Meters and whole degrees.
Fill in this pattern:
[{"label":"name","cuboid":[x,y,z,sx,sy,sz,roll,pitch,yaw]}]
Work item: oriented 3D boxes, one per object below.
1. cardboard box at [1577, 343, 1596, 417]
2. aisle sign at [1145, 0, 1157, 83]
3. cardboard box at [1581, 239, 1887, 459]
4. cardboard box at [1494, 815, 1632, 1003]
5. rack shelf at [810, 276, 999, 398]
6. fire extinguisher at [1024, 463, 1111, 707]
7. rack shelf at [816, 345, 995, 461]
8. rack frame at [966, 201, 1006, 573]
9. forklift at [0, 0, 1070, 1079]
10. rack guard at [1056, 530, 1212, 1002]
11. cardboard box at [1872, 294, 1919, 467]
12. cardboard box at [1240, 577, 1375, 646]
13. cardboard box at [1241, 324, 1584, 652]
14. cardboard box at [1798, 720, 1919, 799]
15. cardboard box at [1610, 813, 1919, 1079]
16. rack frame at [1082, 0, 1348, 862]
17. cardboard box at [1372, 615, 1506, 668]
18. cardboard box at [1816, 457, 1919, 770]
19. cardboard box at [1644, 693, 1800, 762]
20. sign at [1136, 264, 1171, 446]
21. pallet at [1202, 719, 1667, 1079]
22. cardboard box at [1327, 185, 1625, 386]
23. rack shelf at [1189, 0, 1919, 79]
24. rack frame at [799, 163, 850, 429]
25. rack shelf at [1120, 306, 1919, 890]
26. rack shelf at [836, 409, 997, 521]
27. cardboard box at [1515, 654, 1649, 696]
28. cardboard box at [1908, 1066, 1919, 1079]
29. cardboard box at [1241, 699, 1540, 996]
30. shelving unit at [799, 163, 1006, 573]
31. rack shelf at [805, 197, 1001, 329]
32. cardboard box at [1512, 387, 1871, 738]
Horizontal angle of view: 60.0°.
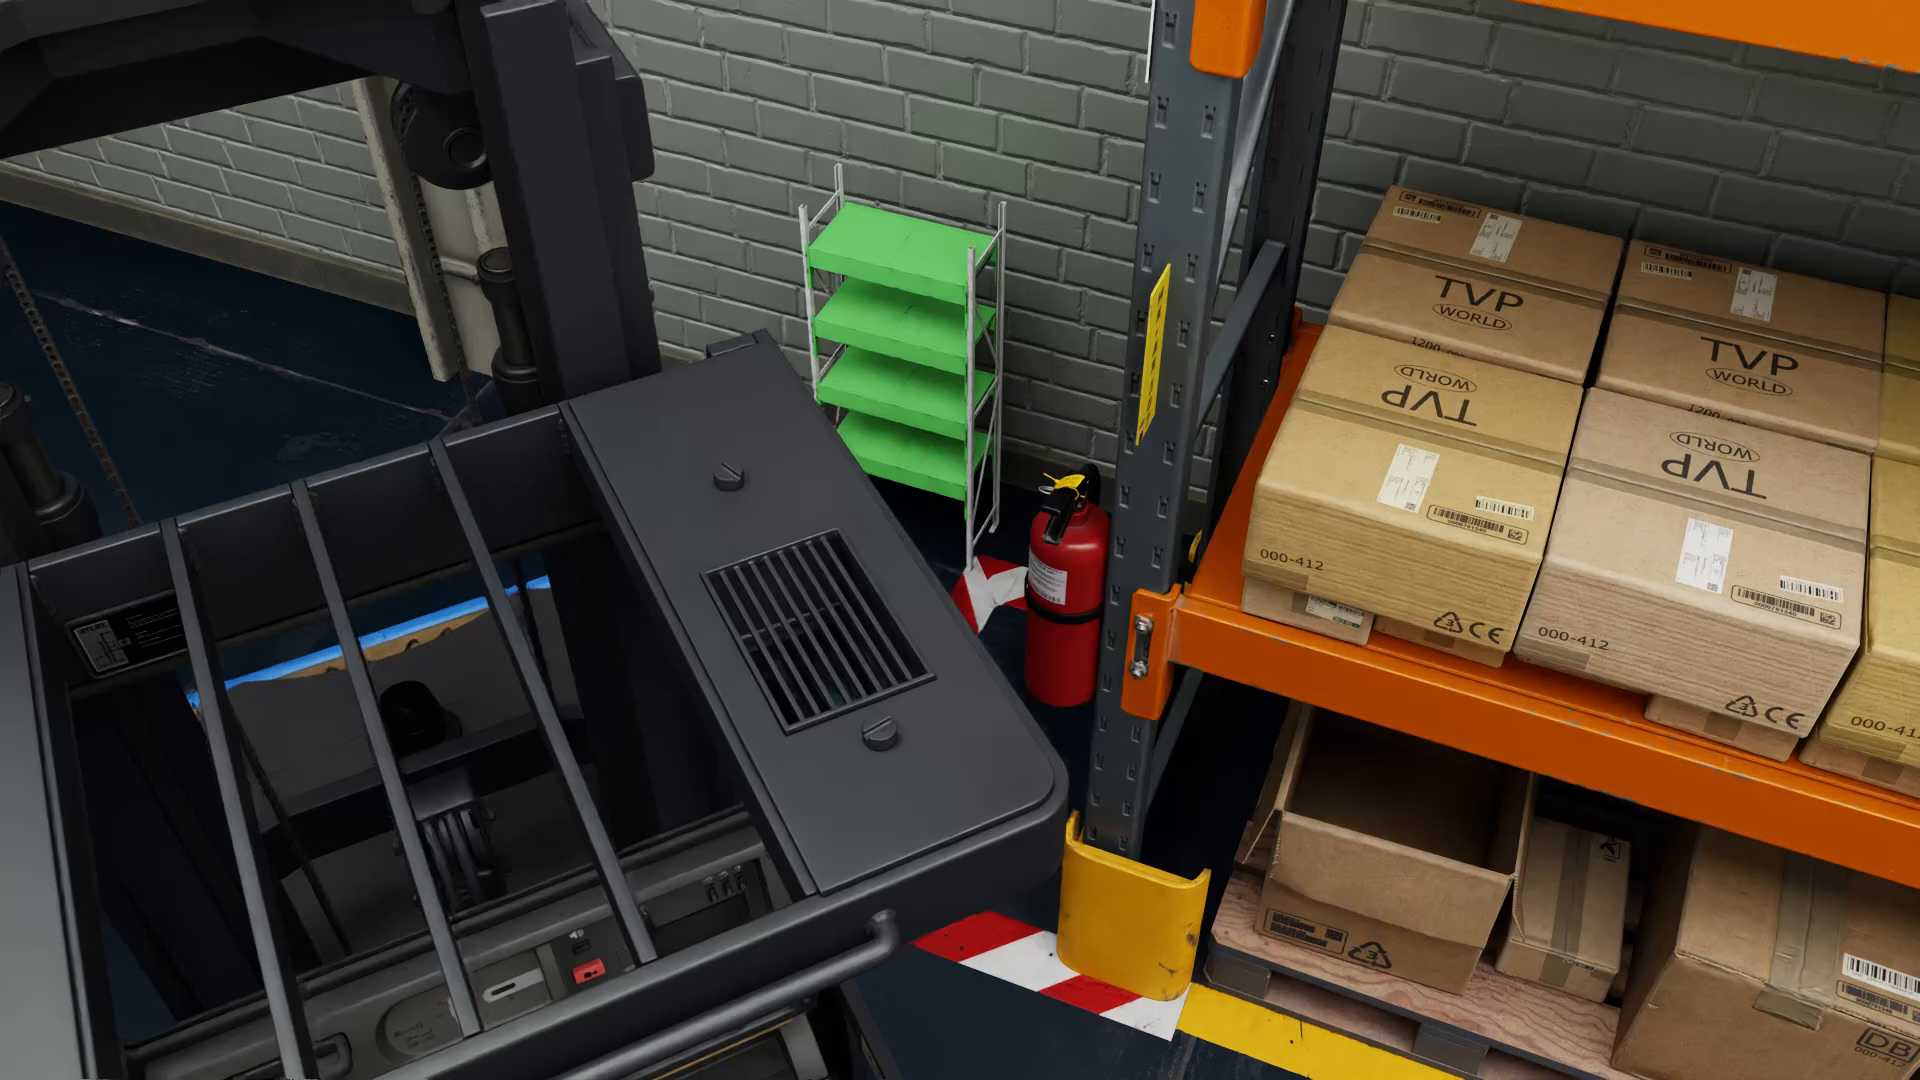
[{"label":"cardboard box","cuboid":[1.434,-0.228,3.530,0.250,0.149,0.380,15,47,15]},{"label":"aisle sign","cuboid":[0.361,-1.106,2.392,0.004,0.787,0.394,16,47,16]},{"label":"cardboard box","cuboid":[1.539,-0.317,3.337,0.500,0.250,0.500,17,47,16]},{"label":"cardboard box","cuboid":[1.442,0.873,3.969,0.250,0.149,0.380,15,47,14]},{"label":"rack shelf","cuboid":[-0.153,-0.595,4.748,0.480,0.148,0.258,16,47,16]},{"label":"fire extinguisher","cuboid":[0.223,0.063,3.379,0.183,0.674,0.296,16,47,16]},{"label":"rack shelf","cuboid":[-0.153,-0.425,4.917,0.480,0.148,0.258,16,47,16]},{"label":"rack frame","cuboid":[0.072,-0.404,4.805,0.015,1.200,0.240,16,47,16]},{"label":"forklift","cuboid":[-0.575,0.839,2.329,1.130,2.935,3.031,-19,48,-18]},{"label":"rack guard","cuboid":[0.607,0.549,4.343,0.348,0.500,1.175,16,47,16]},{"label":"cardboard box","cuboid":[1.994,-0.179,3.199,0.500,0.250,0.500,18,48,17]},{"label":"cardboard box","cuboid":[0.735,0.000,3.302,0.250,0.149,0.380,16,47,16]},{"label":"cardboard box","cuboid":[0.852,-0.111,3.130,0.500,0.250,0.500,17,47,16]},{"label":"cardboard box","cuboid":[1.700,0.264,3.036,0.250,0.149,0.380,17,47,16]},{"label":"cardboard box","cuboid":[1.839,0.865,3.728,0.500,0.500,0.700,18,48,17]},{"label":"rack frame","cuboid":[0.537,-0.357,3.482,0.127,3.000,1.000,16,47,16]},{"label":"cardboard box","cuboid":[0.987,0.039,3.263,0.250,0.149,0.380,17,47,17]},{"label":"cardboard box","cuboid":[1.786,0.161,2.857,0.500,0.250,0.500,16,47,15]},{"label":"cardboard box","cuboid":[1.453,0.196,3.105,0.250,0.149,0.380,18,48,17]},{"label":"sign","cuboid":[0.328,-0.311,2.822,0.005,0.325,0.100,16,47,16]},{"label":"pallet","cuboid":[1.343,0.868,4.228,1.213,0.211,1.003,16,47,16]},{"label":"cardboard box","cuboid":[1.064,-0.457,3.478,0.500,0.250,0.500,18,48,17]},{"label":"rack shelf","cuboid":[2.383,-0.622,2.132,4.000,0.370,1.077,16,47,16]},{"label":"rack frame","cuboid":[-0.378,-0.537,4.939,0.015,1.200,0.240,16,47,16]},{"label":"rack shelf","cuboid":[2.383,0.441,3.190,4.000,0.370,1.077,16,47,16]},{"label":"rack shelf","cuboid":[-0.153,-0.255,5.086,0.480,0.148,0.258,16,47,16]},{"label":"cardboard box","cuboid":[1.243,0.087,3.214,0.250,0.149,0.380,16,47,15]},{"label":"cardboard box","cuboid":[2.288,1.074,3.519,0.500,0.500,0.500,17,47,17]},{"label":"cardboard box","cuboid":[1.065,0.607,3.986,0.637,0.503,0.797,15,47,14]},{"label":"shelving unit","cuboid":[-0.153,-0.470,4.872,0.503,1.200,0.258,16,47,16]},{"label":"rack shelf","cuboid":[-0.153,-0.765,4.579,0.480,0.148,0.258,16,47,16]},{"label":"cardboard box","cuboid":[1.317,0.026,2.993,0.500,0.250,0.500,17,47,16]}]
